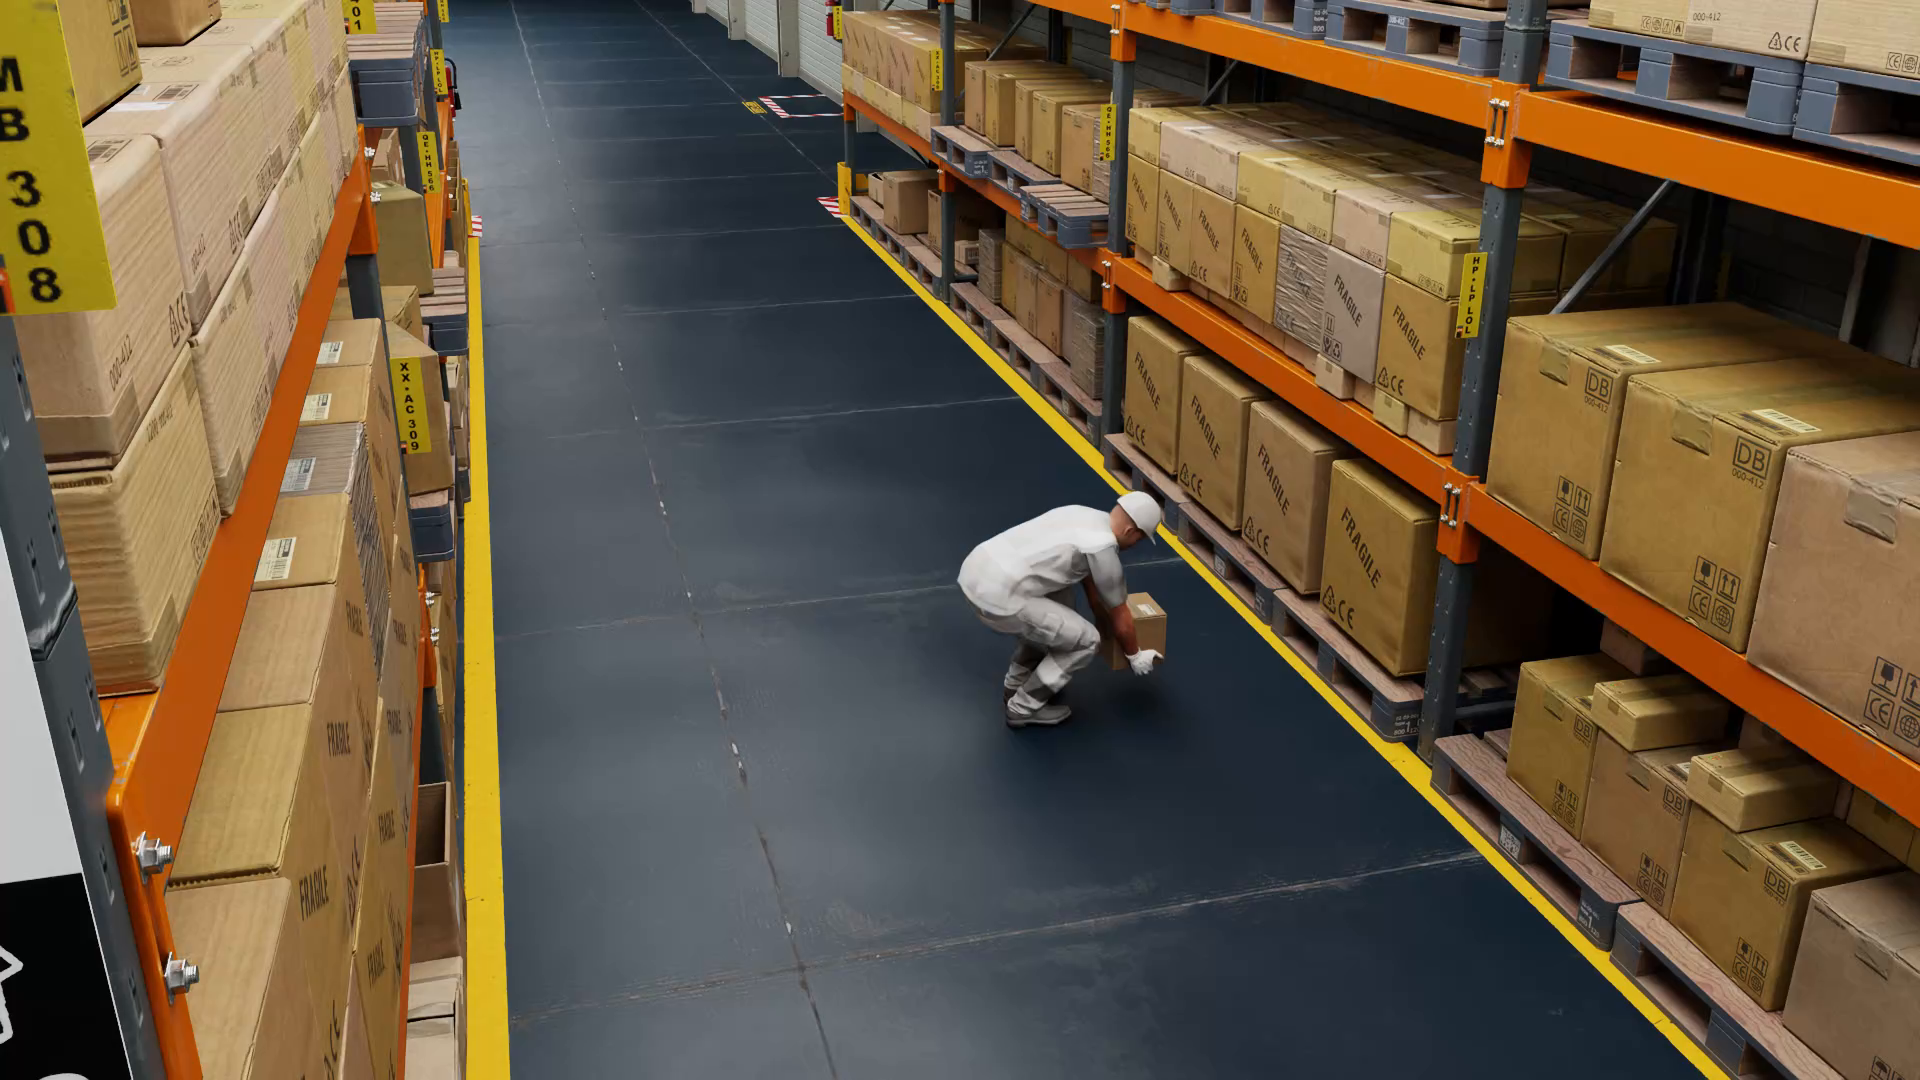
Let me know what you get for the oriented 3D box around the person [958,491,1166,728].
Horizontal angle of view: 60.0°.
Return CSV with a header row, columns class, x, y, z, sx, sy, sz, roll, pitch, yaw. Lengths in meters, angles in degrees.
class,x,y,z,sx,sy,sz,roll,pitch,yaw
person,0.465,0.294,7.403,0.950,0.985,0.525,-7,24,-17
